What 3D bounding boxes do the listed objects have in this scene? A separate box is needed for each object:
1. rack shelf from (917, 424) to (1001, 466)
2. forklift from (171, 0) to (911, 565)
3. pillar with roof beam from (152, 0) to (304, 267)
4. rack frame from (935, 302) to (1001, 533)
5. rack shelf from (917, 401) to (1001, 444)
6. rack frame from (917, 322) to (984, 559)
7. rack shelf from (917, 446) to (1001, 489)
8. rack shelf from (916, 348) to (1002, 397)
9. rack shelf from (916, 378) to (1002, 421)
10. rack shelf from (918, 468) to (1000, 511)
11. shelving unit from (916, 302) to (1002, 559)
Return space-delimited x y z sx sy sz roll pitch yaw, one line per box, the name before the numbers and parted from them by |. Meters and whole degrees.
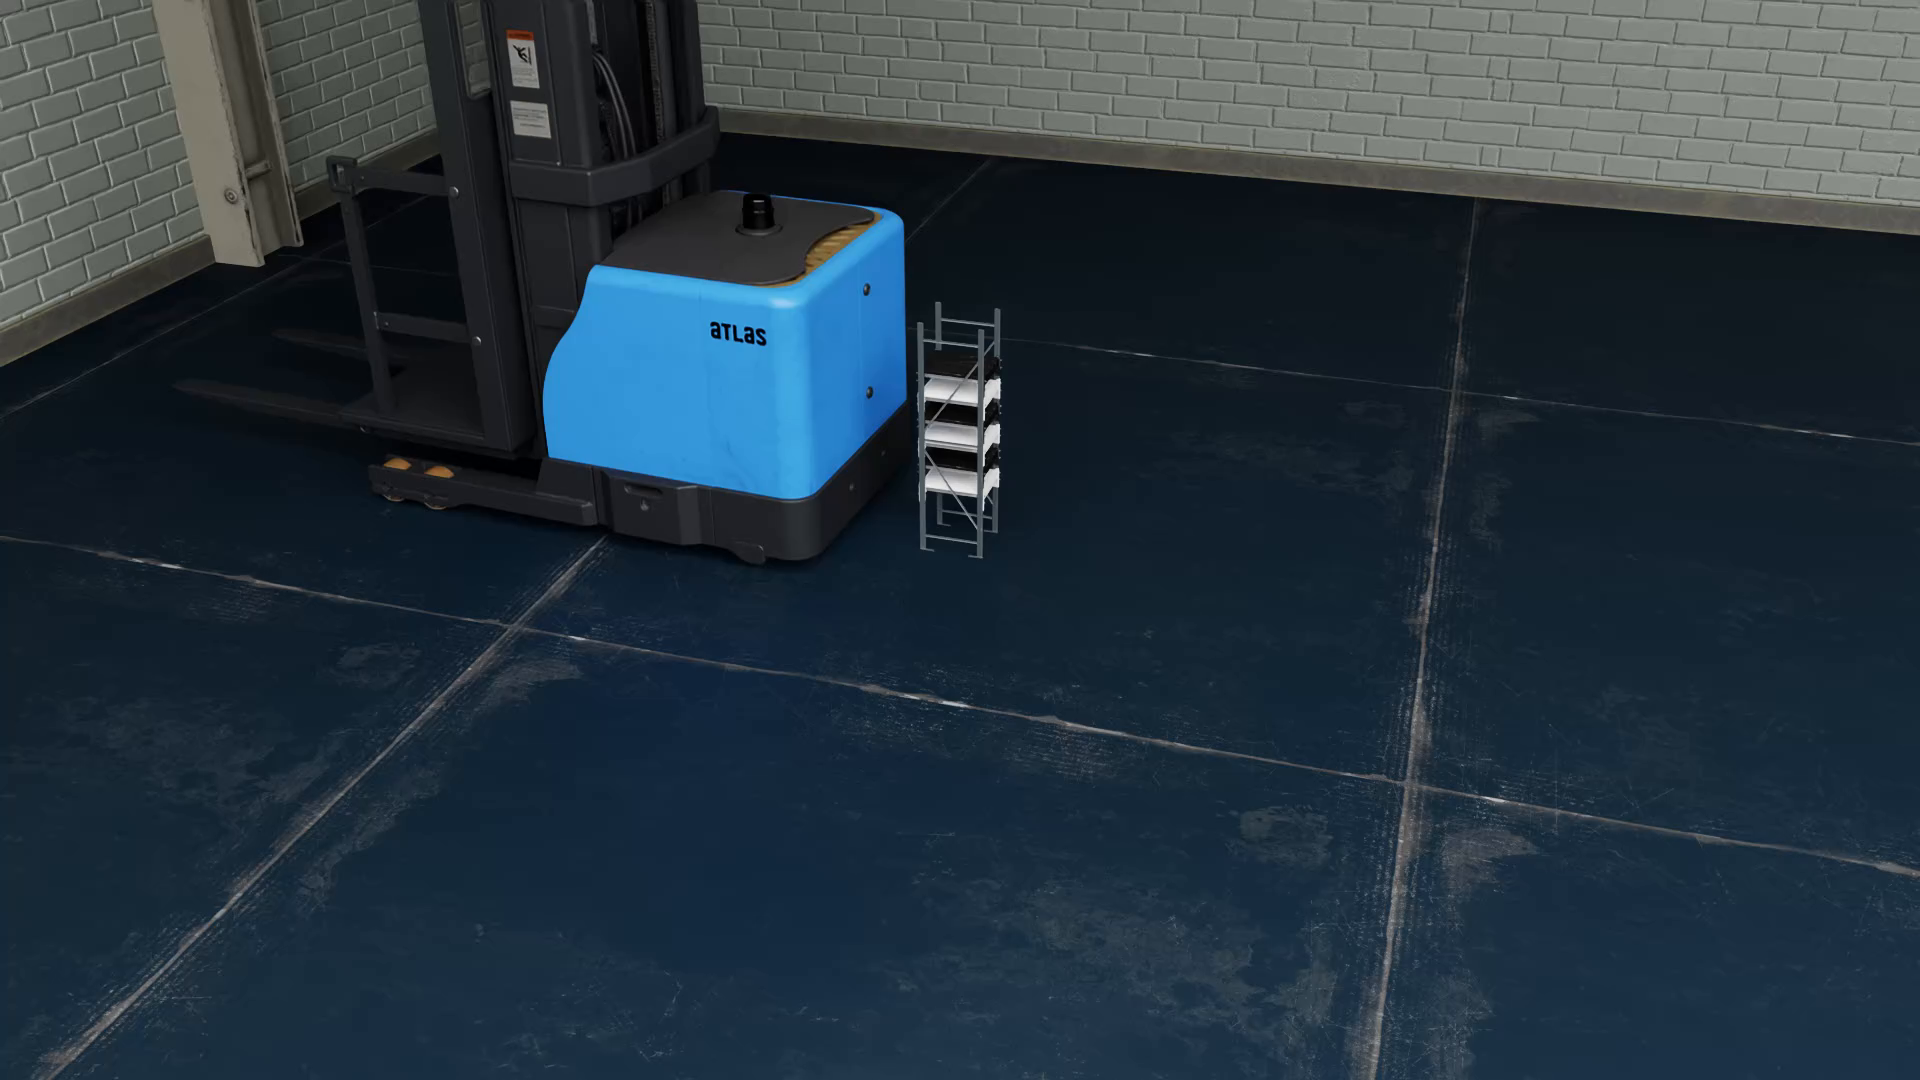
rack shelf | -0.002 -0.360 6.041 0.258 0.077 0.200 8 30 15
forklift | -1.769 -1.626 6.157 3.031 2.935 1.130 10 31 18
pillar with roof beam | 0.289 -4.887 5.778 9.100 9.000 0.400 8 30 15
rack frame | 0.027 -0.437 6.109 0.240 0.900 0.006 8 30 15
rack shelf | -0.002 -0.439 5.997 0.258 0.077 0.200 8 30 15
rack frame | -0.032 -0.342 5.940 0.240 0.900 0.006 8 30 15
rack shelf | -0.002 -0.282 6.084 0.258 0.077 0.200 8 30 15
rack shelf | -0.002 -0.596 5.909 0.258 0.077 0.200 8 30 15
rack shelf | -0.002 -0.518 5.953 0.258 0.077 0.200 8 30 15
rack shelf | -0.002 -0.203 6.128 0.258 0.077 0.200 8 30 15
shelving unit | -0.002 -0.389 6.024 0.258 0.900 0.210 8 30 15
